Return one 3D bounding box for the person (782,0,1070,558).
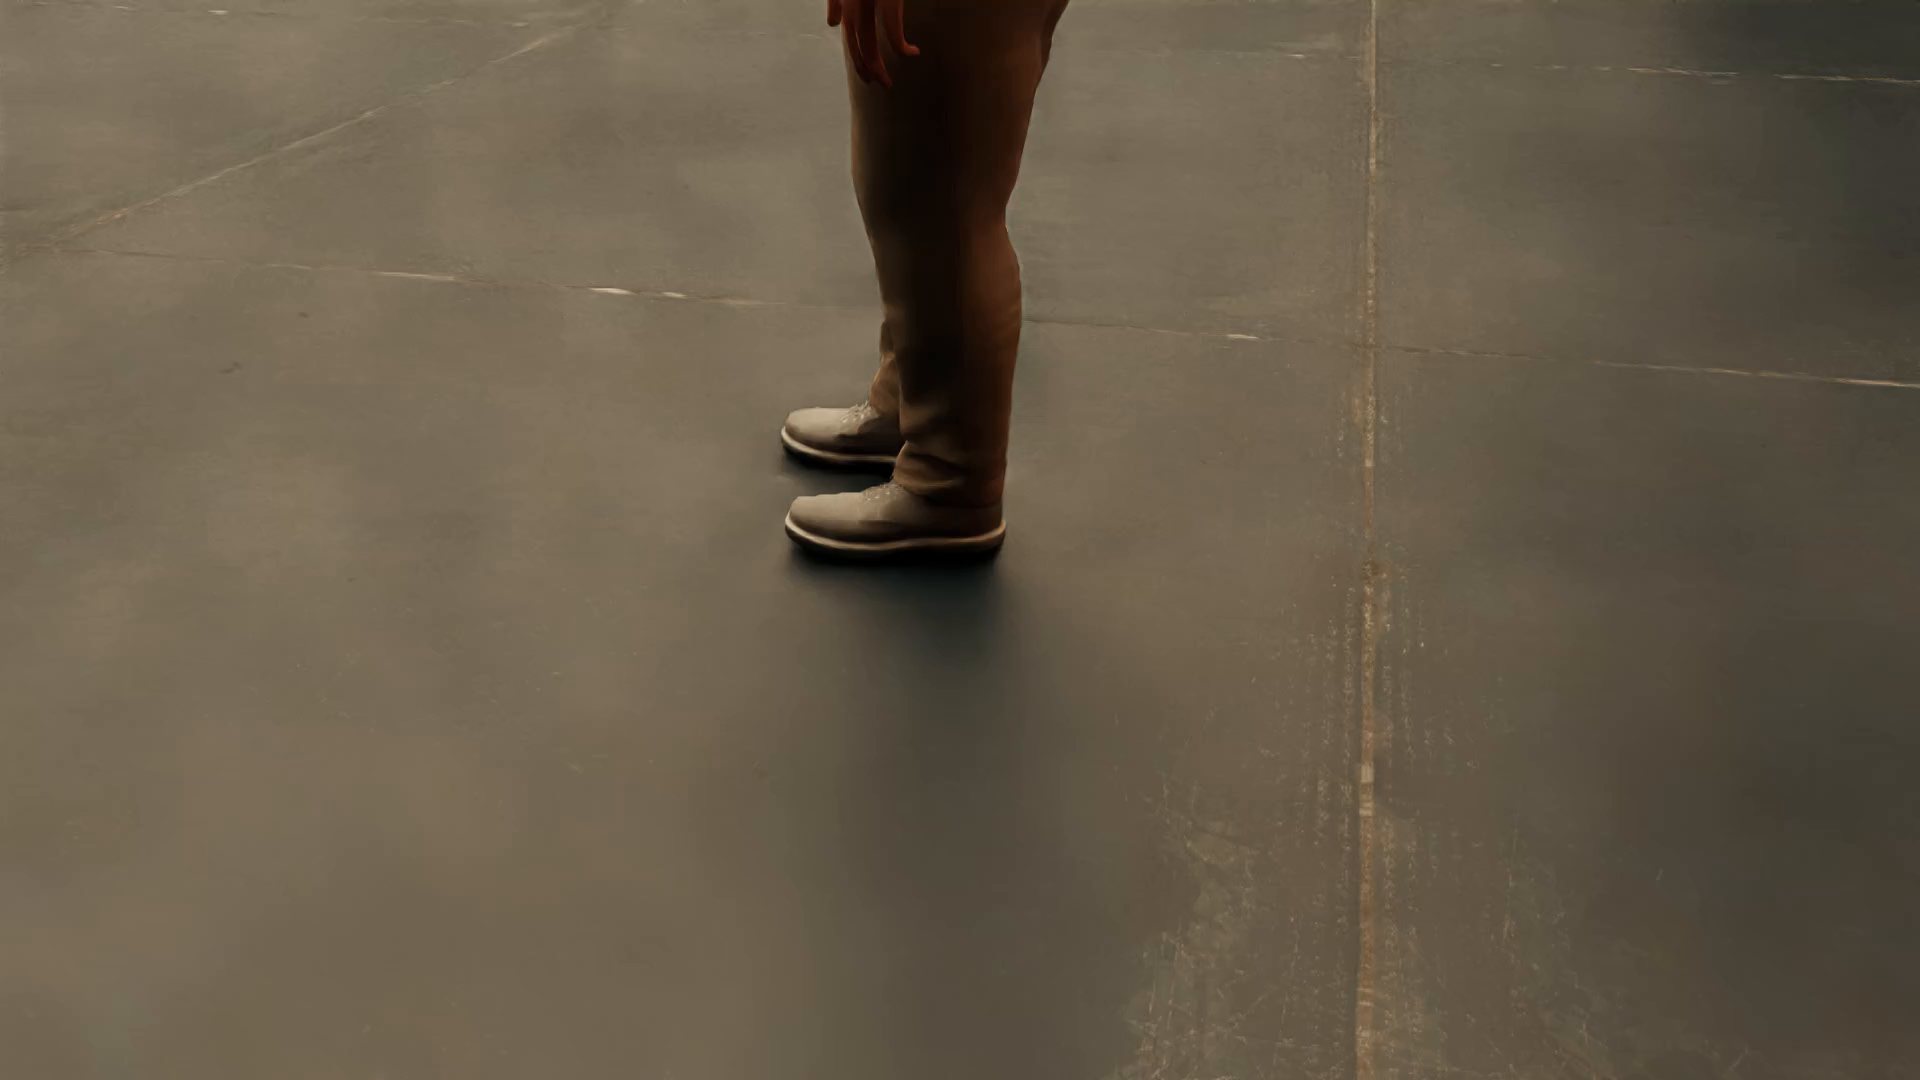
[{"bbox_3d":[-0.085,-0.792,2.135,0.550,1.727,0.640,6,27,11],"label":"person"}]
